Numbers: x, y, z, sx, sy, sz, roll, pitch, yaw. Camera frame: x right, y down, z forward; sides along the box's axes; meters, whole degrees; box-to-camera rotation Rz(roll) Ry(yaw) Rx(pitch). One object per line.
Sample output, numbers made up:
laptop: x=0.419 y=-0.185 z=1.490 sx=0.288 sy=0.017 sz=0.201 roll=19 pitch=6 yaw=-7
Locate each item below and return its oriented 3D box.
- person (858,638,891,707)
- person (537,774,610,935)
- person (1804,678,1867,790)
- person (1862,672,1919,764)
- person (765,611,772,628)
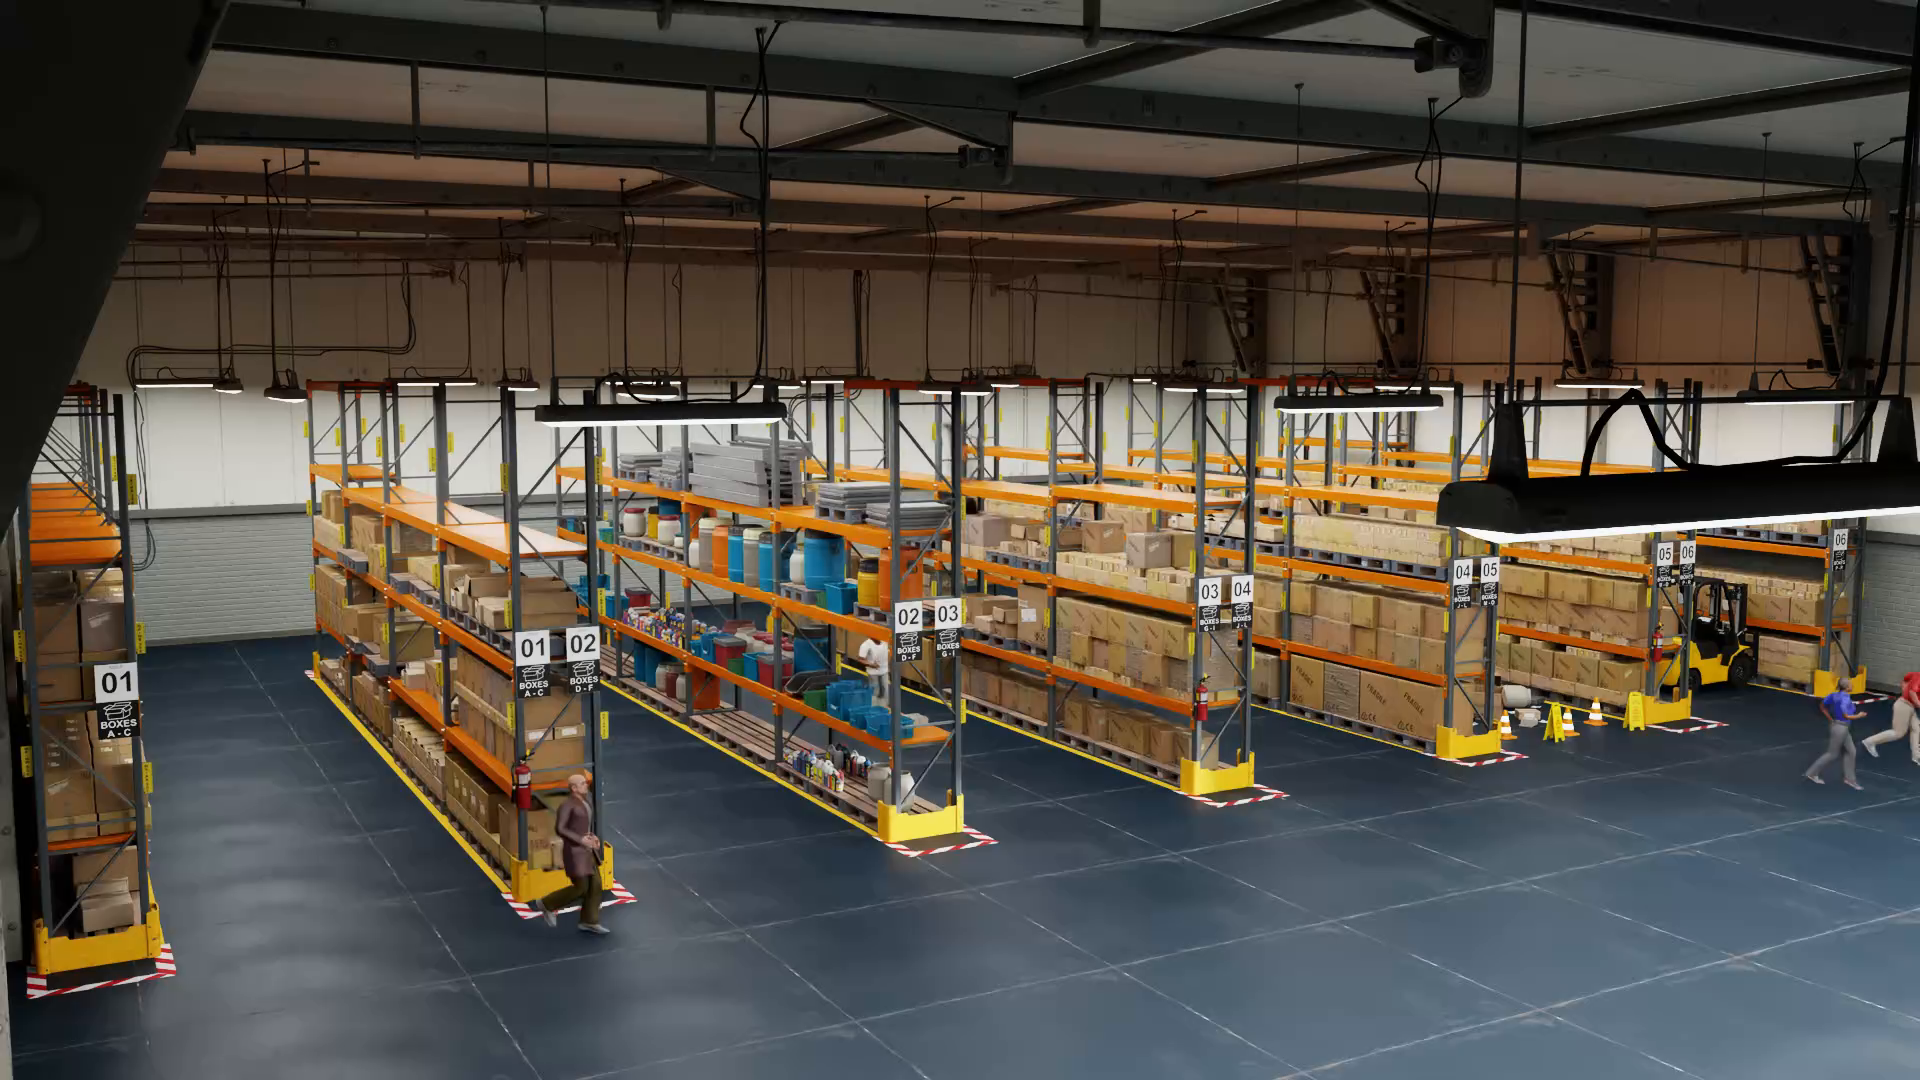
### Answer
person: x=-1.472 y=2.345 z=29.435 sx=0.714 sy=1.733 sz=0.791 roll=-5 pitch=8 yaw=-37
person: x=-4.291 y=3.503 z=18.592 sx=0.822 sy=1.782 sz=0.735 roll=1 pitch=6 yaw=8
person: x=13.054 y=2.890 z=24.725 sx=0.800 sy=1.706 sz=0.555 roll=2 pitch=6 yaw=17
person: x=14.861 y=2.740 z=26.309 sx=1.009 sy=1.690 sz=0.693 roll=2 pitch=6 yaw=19
person: x=-4.321 y=1.294 z=39.631 sx=0.634 sy=1.668 sz=0.584 roll=-1 pitch=6 yaw=-8
